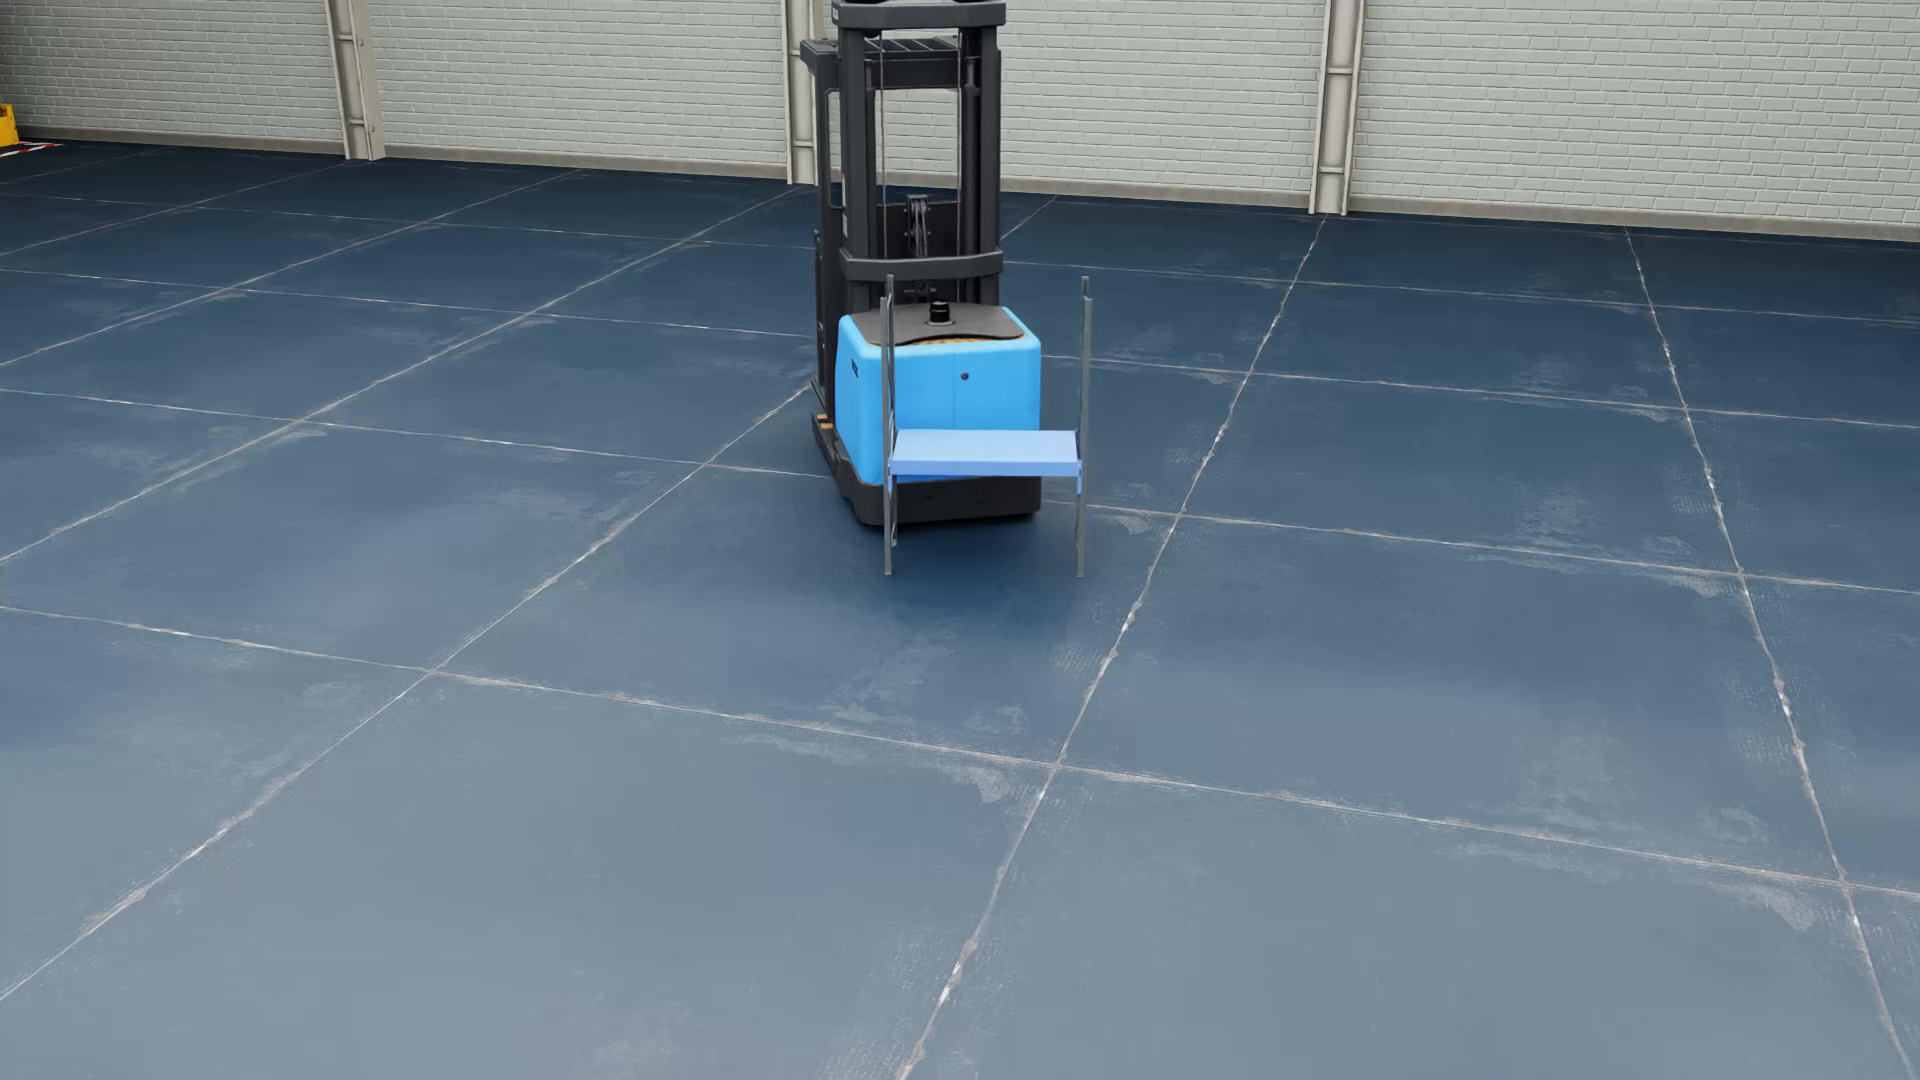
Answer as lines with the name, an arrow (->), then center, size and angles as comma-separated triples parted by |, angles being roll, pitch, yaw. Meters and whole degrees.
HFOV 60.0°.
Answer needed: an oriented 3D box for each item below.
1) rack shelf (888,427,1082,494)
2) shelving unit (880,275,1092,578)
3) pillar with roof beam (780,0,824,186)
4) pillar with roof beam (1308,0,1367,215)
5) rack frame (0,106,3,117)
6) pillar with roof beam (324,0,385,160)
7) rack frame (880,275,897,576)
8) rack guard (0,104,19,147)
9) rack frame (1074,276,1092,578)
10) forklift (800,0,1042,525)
rack shelf -> 0.135, -0.426, 8.807 | 1.000, 0.185, 0.538 | 1, 22, 2
shelving unit -> 0.135, -0.593, 8.739 | 1.048, 1.500, 0.538 | 1, 22, 2
pillar with roof beam -> -3.026, -6.788, 13.961 | 0.400, 9.000, 9.100 | 7, 23, 16
pillar with roof beam -> 2.719, -6.130, 12.358 | 0.400, 9.000, 9.100 | 7, 23, 16
rack frame -> -12.864, -6.488, 21.135 | 0.127, 3.000, 1.000 | 7, 23, 16
pillar with roof beam -> -8.770, -7.446, 15.565 | 0.400, 9.000, 9.100 | 7, 23, 16
rack frame -> -0.373, -0.599, 8.755 | 0.032, 1.500, 0.500 | 1, 22, 2
rack guard -> -12.841, -5.329, 21.603 | 0.348, 0.500, 1.175 | 7, 23, 16
rack frame -> 0.643, -0.586, 8.723 | 0.032, 1.500, 0.500 | 1, 22, 2
forklift -> -0.353, -1.967, 10.202 | 1.130, 2.935, 3.031 | -5, 23, -11
